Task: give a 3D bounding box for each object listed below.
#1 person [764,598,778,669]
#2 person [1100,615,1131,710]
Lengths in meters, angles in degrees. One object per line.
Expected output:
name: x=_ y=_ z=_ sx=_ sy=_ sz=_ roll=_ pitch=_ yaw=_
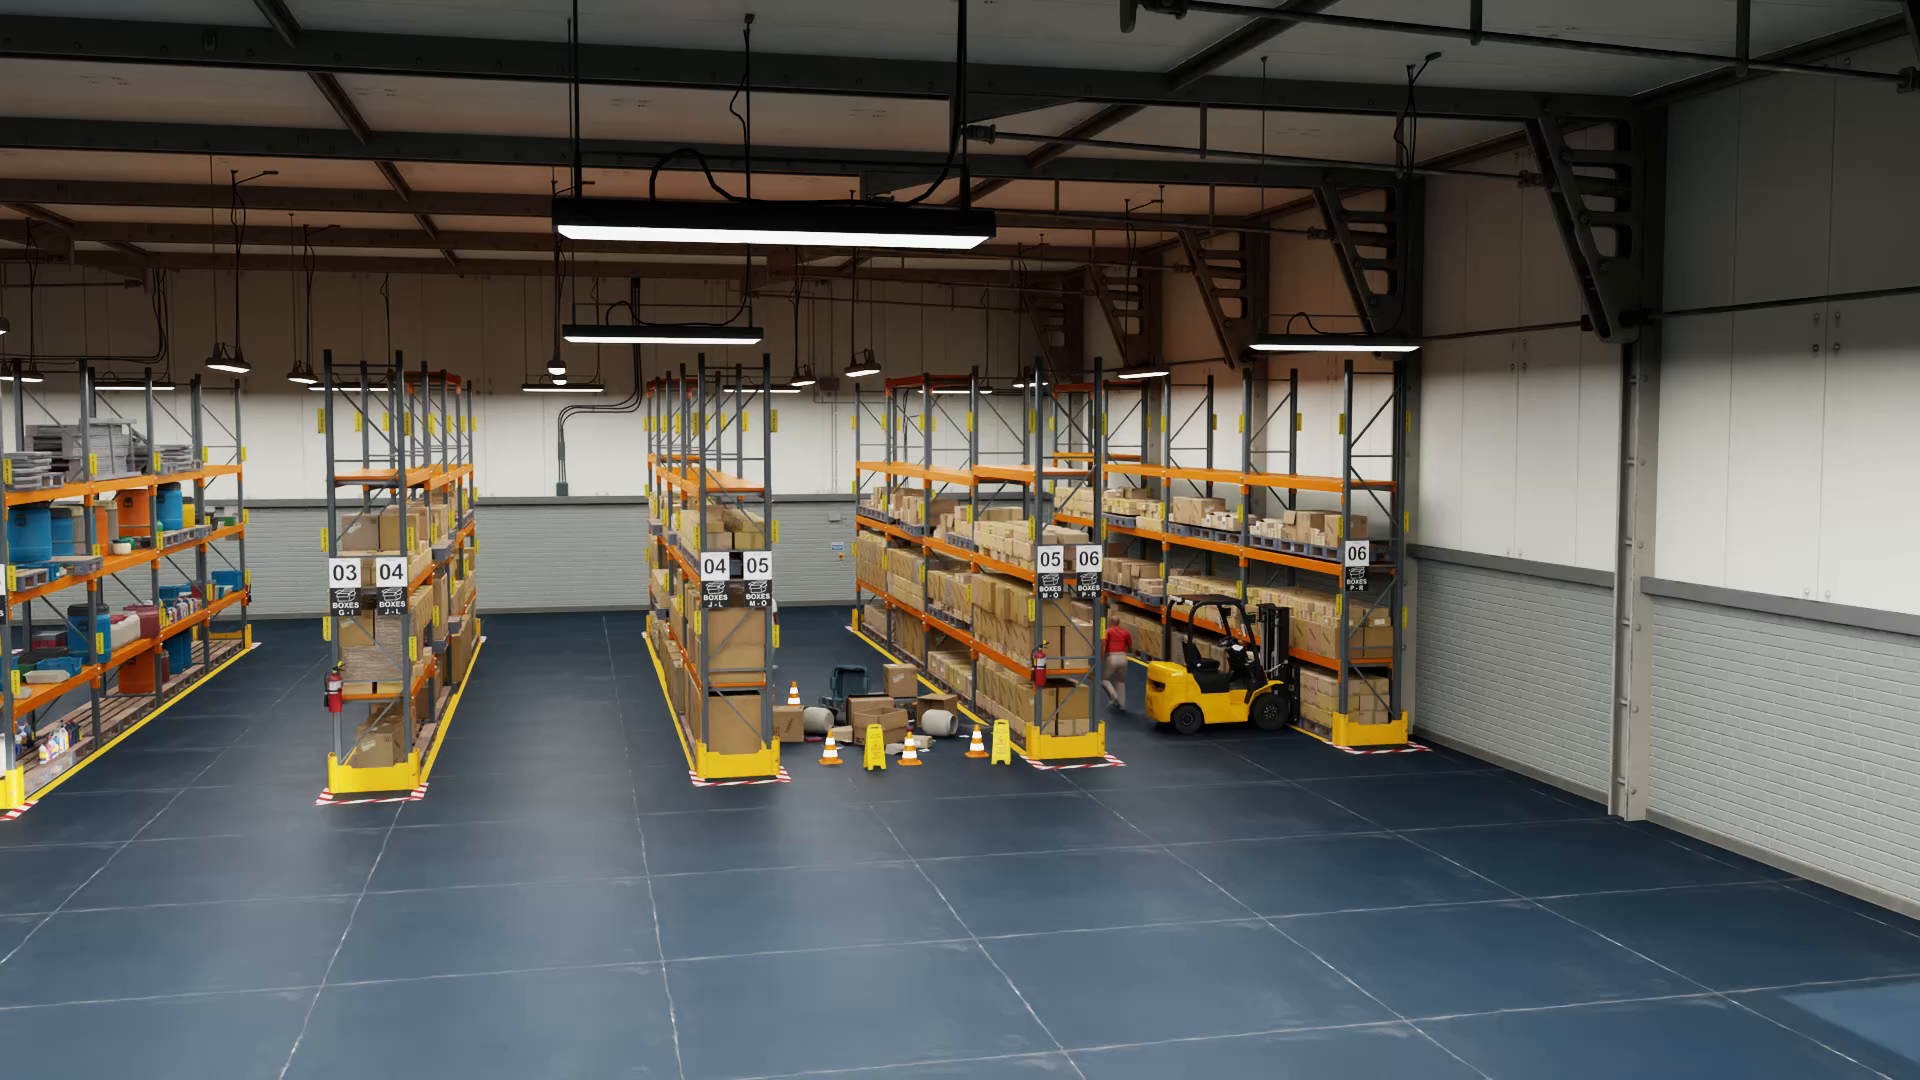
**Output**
person: x=-3.991 y=1.770 z=33.894 sx=0.610 sy=1.765 sz=0.513 roll=1 pitch=4 yaw=11
person: x=2.737 y=2.155 z=29.375 sx=0.644 sy=1.619 sz=0.790 roll=-1 pitch=4 yaw=-12
